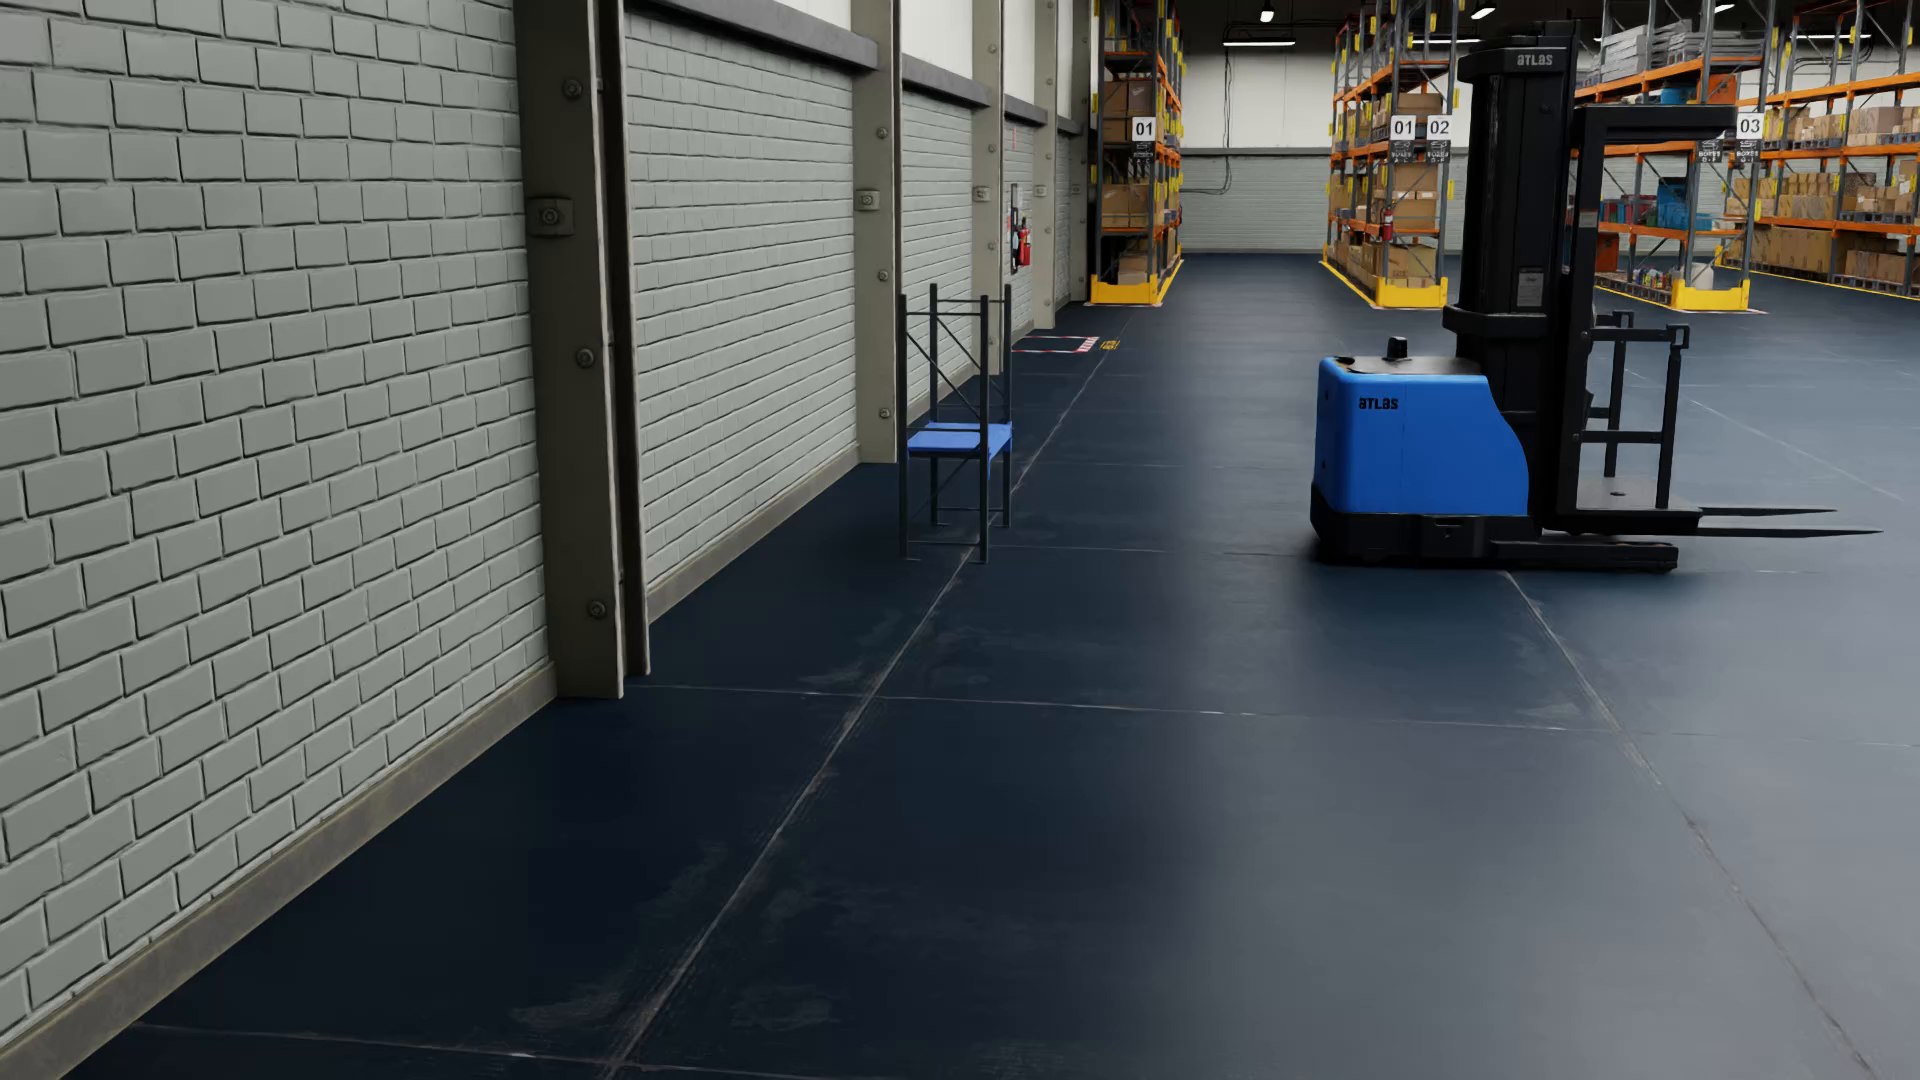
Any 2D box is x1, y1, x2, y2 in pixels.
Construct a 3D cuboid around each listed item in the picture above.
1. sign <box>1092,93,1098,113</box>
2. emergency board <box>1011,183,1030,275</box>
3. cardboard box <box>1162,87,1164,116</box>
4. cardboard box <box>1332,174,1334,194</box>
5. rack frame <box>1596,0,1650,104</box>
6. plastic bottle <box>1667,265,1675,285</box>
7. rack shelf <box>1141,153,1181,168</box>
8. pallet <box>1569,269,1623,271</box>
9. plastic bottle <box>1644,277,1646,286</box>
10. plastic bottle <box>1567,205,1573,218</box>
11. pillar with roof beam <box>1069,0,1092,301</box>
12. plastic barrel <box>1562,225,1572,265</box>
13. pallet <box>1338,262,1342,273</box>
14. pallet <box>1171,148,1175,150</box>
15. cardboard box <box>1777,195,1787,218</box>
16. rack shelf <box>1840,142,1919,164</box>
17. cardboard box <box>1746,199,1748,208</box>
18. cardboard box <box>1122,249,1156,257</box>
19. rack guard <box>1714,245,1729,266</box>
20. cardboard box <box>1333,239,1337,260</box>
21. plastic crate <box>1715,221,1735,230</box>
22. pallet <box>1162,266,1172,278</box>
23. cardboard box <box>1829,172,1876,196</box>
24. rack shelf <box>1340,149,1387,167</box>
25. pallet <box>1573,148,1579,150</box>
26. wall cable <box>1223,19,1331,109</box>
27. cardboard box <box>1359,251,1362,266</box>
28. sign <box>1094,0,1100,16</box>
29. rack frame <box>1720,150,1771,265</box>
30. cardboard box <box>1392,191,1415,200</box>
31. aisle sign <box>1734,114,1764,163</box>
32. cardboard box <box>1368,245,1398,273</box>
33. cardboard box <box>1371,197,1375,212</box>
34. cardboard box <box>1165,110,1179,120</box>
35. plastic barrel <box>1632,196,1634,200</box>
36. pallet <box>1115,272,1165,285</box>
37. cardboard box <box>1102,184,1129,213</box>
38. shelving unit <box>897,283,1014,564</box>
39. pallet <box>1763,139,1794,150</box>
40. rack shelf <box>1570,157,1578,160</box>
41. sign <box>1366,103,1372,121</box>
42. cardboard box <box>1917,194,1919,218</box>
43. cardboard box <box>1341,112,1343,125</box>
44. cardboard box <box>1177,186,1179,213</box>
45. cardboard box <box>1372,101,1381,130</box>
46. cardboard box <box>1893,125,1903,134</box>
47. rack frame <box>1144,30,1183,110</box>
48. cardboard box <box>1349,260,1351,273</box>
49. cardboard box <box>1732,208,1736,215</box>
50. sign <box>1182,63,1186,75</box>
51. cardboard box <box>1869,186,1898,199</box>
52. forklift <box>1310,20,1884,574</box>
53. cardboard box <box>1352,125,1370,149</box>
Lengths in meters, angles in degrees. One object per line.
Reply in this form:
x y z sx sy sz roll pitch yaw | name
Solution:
2.352 -7.595 28.893 0.100 0.325 0.005 2 12 9 | sign
0.810 -4.085 21.828 0.194 1.169 0.643 2 12 9 | emergency board
3.560 -8.183 31.067 0.500 0.500 0.500 1 12 7 | cardboard box
9.770 -9.085 42.419 0.500 0.500 0.500 2 12 9 | cardboard box
13.917 -9.950 34.805 1.000 3.000 0.127 2 12 9 | rack frame
13.345 -4.967 31.162 0.144 0.351 0.185 2 12 9 | plastic bottle
5.051 -9.702 42.482 1.077 0.370 4.000 2 12 9 | rack shelf
13.997 -5.820 36.499 1.003 0.211 1.213 2 12 9 | pallet
12.672 -4.780 30.652 0.097 0.201 0.097 0 12 0 | plastic bottle
13.906 -7.465 37.805 0.152 0.276 0.135 2 12 9 | plastic bottle
6.404 -8.640 28.726 9.100 9.000 0.400 2 12 9 | pillar with roof beam
14.432 -6.917 38.955 0.600 0.901 0.708 2 12 9 | plastic barrel
9.550 -6.478 39.551 1.003 0.211 1.213 2 12 9 | pallet
4.174 -8.849 37.260 1.213 0.211 1.003 2 12 11 | pallet
19.108 -7.651 38.139 0.500 0.500 0.500 2 12 9 | cardboard box
18.503 -7.556 32.520 1.077 0.370 4.000 2 12 9 | rack shelf
19.471 -8.182 40.488 0.500 0.250 0.500 2 12 8 | cardboard box
3.758 -5.867 34.987 0.700 0.500 0.500 2 12 9 | cardboard box
20.045 -7.306 42.706 1.175 0.500 0.348 2 12 9 | rack guard
9.446 -7.133 40.859 0.500 0.500 0.500 2 12 9 | cardboard box
13.142 -5.399 28.553 0.298 0.136 0.250 2 12 9 | plastic crate
4.323 -6.137 37.970 1.003 0.211 1.213 2 12 9 | pallet
18.939 -7.548 35.280 0.797 0.503 0.637 2 12 11 | cardboard box
9.331 -8.710 37.877 1.077 0.370 4.000 2 12 9 | rack shelf
14.337 -8.822 37.137 1.003 0.211 1.213 2 12 9 | pallet
9.254 -13.966 48.820 3.097 2.526 0.112 2 12 9 | wall cable
8.187 -5.575 32.942 0.500 0.311 0.500 2 12 9 | cardboard box
2.352 -9.162 28.555 0.100 0.325 0.005 2 12 9 | sign
20.041 -8.523 42.420 1.000 3.000 0.127 2 12 9 | rack frame
7.663 -5.965 28.777 0.380 0.149 0.250 2 12 8 | cardboard box
12.965 -6.599 27.322 0.394 0.787 0.004 2 12 9 | aisle sign
7.799 -5.175 30.638 0.500 0.500 0.500 2 12 9 | cardboard box
8.700 -6.769 34.043 0.500 0.500 0.500 2 12 9 | cardboard box
5.130 -10.325 41.003 0.500 0.500 0.500 2 12 8 | cardboard box
13.905 -6.764 33.992 0.421 0.512 0.421 0 12 0 | plastic barrel
3.816 -5.560 35.291 1.003 0.211 1.213 2 12 9 | pallet
2.760 -6.081 29.621 0.500 0.500 0.500 2 12 8 | cardboard box
-0.013 -0.715 9.753 0.538 1.500 1.048 2 12 9 | shelving unit
19.562 -9.283 39.038 1.003 0.211 1.213 2 12 9 | pallet
14.840 -9.381 40.992 1.077 0.370 4.000 2 12 9 | rack shelf
7.870 -8.235 31.990 0.100 0.325 0.005 2 12 9 | sign
18.065 -6.127 30.361 0.875 0.500 0.500 2 12 9 | cardboard box
9.890 -10.431 41.544 0.700 0.500 0.500 2 12 9 | cardboard box
5.290 -9.044 44.128 0.980 0.700 0.700 2 12 11 | cardboard box
8.070 -8.039 31.489 0.500 0.500 0.500 3 13 13 | cardboard box
18.385 -7.976 32.319 0.380 0.166 0.250 2 12 7 | cardboard box
5.358 -11.937 44.022 1.000 3.000 0.127 2 12 9 | rack frame
8.576 -5.836 35.483 0.500 0.250 0.500 2 12 7 | cardboard box
19.584 -8.230 41.657 0.380 0.149 0.250 2 12 7 | cardboard box
5.892 -12.412 43.820 0.100 0.325 0.005 2 12 9 | sign
18.780 -6.878 33.556 0.700 0.500 0.500 4 13 17 | cardboard box
3.615 -1.363 9.359 3.031 2.935 1.130 1 12 5 | forklift
9.057 -8.786 36.285 0.910 0.500 0.500 2 12 9 | cardboard box
